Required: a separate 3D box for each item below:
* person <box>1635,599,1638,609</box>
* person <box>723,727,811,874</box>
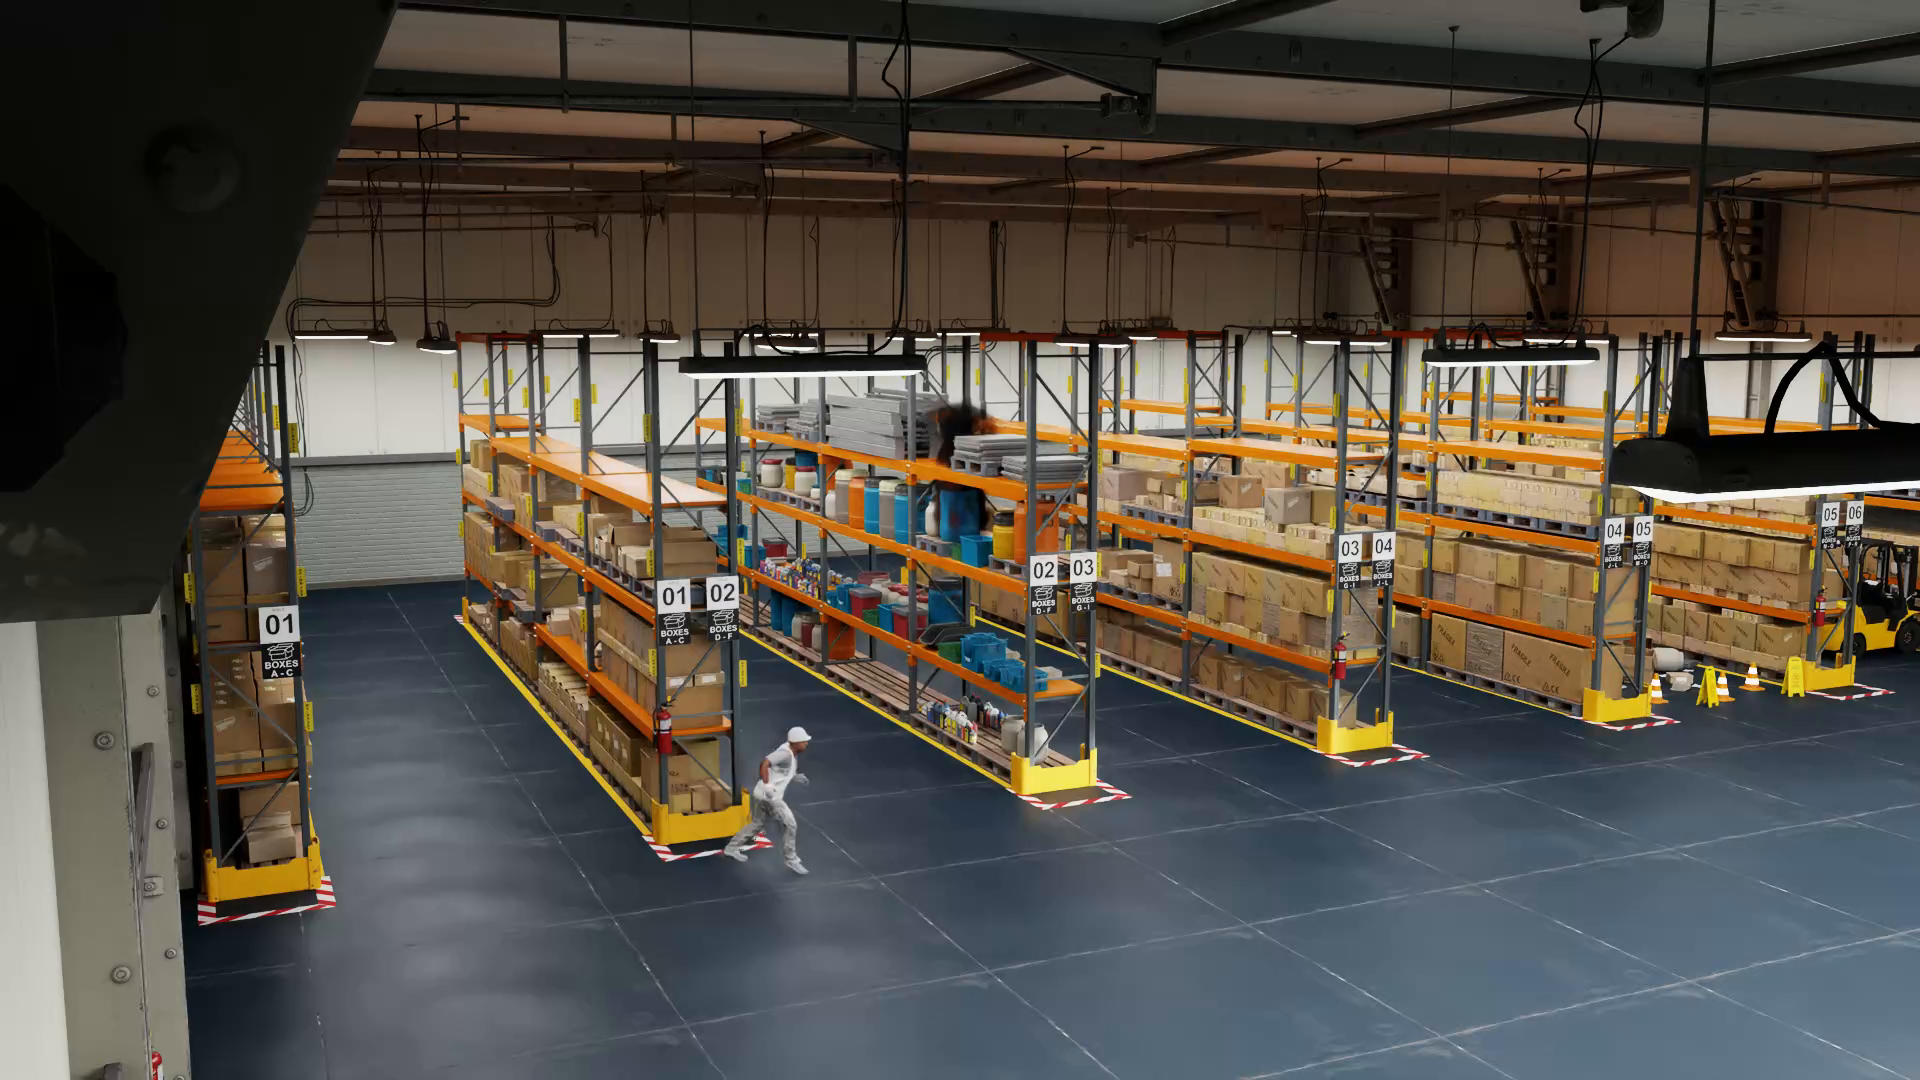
[{"bbox_3d":[14.268,0.701,35.712,0.602,1.679,0.936,-5,9,-33],"label":"person"},{"bbox_3d":[-2.189,2.976,18.932,1.012,1.737,0.734,1,8,6],"label":"person"}]
